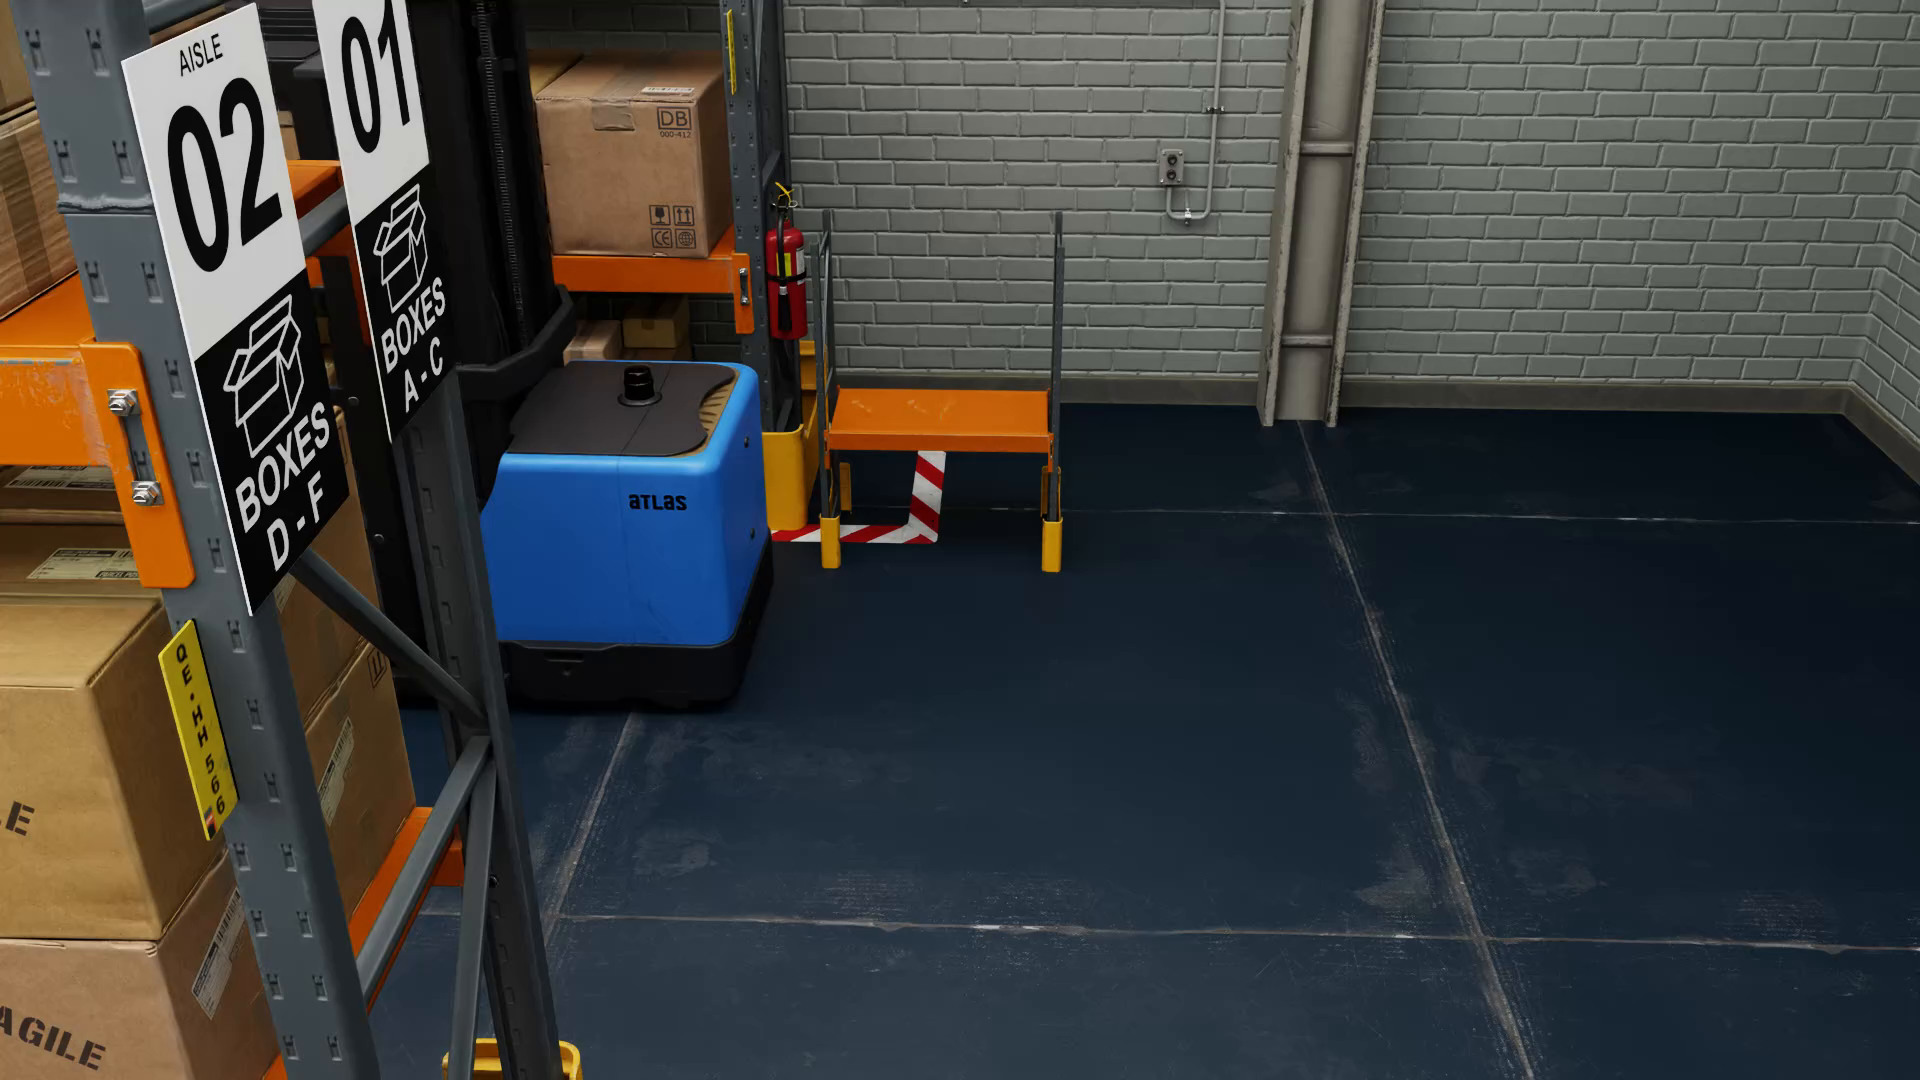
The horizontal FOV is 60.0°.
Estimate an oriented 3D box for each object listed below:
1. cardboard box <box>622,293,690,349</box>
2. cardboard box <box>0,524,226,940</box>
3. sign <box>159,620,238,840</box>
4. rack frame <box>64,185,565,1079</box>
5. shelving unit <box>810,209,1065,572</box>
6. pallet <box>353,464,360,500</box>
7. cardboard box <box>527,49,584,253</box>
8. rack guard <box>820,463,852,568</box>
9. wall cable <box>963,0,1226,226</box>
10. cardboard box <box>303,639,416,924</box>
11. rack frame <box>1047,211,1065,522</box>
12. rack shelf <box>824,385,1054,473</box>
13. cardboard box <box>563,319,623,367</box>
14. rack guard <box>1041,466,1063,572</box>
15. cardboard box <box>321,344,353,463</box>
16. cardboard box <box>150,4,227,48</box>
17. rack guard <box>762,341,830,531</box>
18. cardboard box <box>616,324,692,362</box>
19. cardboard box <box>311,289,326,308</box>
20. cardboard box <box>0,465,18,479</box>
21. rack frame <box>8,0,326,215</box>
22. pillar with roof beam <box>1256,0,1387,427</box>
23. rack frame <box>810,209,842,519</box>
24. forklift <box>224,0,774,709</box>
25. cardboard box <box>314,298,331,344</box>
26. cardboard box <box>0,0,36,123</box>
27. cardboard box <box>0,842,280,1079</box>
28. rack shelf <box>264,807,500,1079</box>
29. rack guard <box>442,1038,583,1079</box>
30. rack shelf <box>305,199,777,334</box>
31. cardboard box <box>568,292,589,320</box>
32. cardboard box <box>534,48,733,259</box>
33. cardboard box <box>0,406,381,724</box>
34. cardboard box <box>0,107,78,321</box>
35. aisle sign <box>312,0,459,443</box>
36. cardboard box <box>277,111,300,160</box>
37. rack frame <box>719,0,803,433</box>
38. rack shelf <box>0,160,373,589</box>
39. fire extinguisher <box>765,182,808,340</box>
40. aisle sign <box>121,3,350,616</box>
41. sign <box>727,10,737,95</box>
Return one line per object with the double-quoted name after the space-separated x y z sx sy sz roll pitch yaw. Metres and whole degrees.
-1.476 -1.069 8.092 0.250 0.149 0.380 1 28 2 "cardboard box"
-1.531 0.309 2.790 0.500 0.500 0.500 1 28 1 "cardboard box"
-1.116 0.282 2.442 0.005 0.325 0.100 1 28 2 "sign"
-1.076 0.674 3.277 0.127 3.000 1.000 1 28 2 "rack frame"
-0.076 -0.664 7.401 1.083 1.500 0.587 1 28 2 "shelving unit"
-2.923 -0.411 8.300 1.213 0.211 1.003 1 28 2 "pallet"
-2.143 -1.788 7.600 0.700 0.700 0.980 1 28 1 "cardboard box"
-0.574 -0.120 7.709 0.087 0.250 0.587 1 28 2 "rack guard"
0.408 -2.516 8.208 1.851 1.984 0.084 1 28 2 "wall cable"
-1.510 0.499 3.500 0.500 0.500 0.500 2 28 3 "cardboard box"
0.423 -0.656 7.386 0.032 1.500 0.500 1 28 2 "rack frame"
-0.085 -0.505 7.486 1.000 0.185 0.538 1 28 2 "rack shelf"
-1.743 -0.894 7.762 0.250 0.149 0.380 1 28 1 "cardboard box"
0.422 -0.103 7.678 0.087 0.250 0.587 1 28 2 "rack guard"
-3.144 -0.713 8.112 0.500 0.500 0.700 2 28 3 "cardboard box"
-1.580 -0.937 2.738 0.500 0.250 0.500 1 28 2 "cardboard box"
-0.881 -0.540 8.235 0.348 0.500 1.175 1 28 2 "rack guard"
-1.608 -0.691 8.071 0.500 0.500 0.700 1 28 2 "cardboard box"
-3.254 -1.097 8.146 0.250 0.149 0.380 1 28 2 "cardboard box"
-2.033 0.052 3.275 0.500 0.500 0.500 1 28 2 "cardboard box"
-1.076 -1.977 1.871 0.127 3.000 1.000 1 28 2 "rack frame"
1.672 -2.641 3.124 0.400 9.000 9.100 1 28 2 "pillar with roof beam"
-0.593 -0.673 7.417 0.032 1.500 0.500 1 28 2 "rack frame"
-2.349 -0.894 6.307 3.031 2.935 1.130 2 28 3 "forklift"
-2.996 -1.094 8.138 0.250 0.149 0.380 0 28 1 "cardboard box"
-1.599 -0.695 2.283 0.500 0.250 0.500 1 28 2 "cardboard box"
-1.533 0.750 3.027 0.500 0.500 0.500 2 28 3 "cardboard box"
-3.075 0.958 3.507 4.000 0.370 1.077 1 28 2 "rack shelf"
-1.152 1.777 3.864 0.348 0.500 1.175 1 28 2 "rack guard"
-2.904 -1.360 7.882 4.000 0.370 1.077 1 28 2 "rack shelf"
-1.982 -1.077 8.107 0.250 0.149 0.380 1 28 2 "cardboard box"
-1.415 -1.781 7.587 0.700 0.700 0.980 2 28 4 "cardboard box"
-1.510 0.057 3.266 0.500 0.500 0.500 2 28 3 "cardboard box"
-1.599 -0.470 2.392 0.500 0.250 0.500 1 28 2 "cardboard box"
-0.998 -0.611 2.925 0.004 0.787 0.394 1 28 2 "aisle sign"
-2.904 -1.805 7.632 0.700 0.700 0.980 0 28 -1 "cardboard box"
-0.905 -1.645 7.651 0.127 3.000 1.000 1 28 2 "rack frame"
-3.075 -0.367 2.805 4.000 0.370 1.077 1 28 2 "rack shelf"
-0.771 -1.228 7.344 0.183 0.674 0.296 1 28 2 "fire extinguisher"
-1.019 -0.330 2.395 0.004 0.787 0.394 1 28 2 "aisle sign"
-0.938 -2.008 6.845 0.005 0.325 0.100 1 28 2 "sign"
